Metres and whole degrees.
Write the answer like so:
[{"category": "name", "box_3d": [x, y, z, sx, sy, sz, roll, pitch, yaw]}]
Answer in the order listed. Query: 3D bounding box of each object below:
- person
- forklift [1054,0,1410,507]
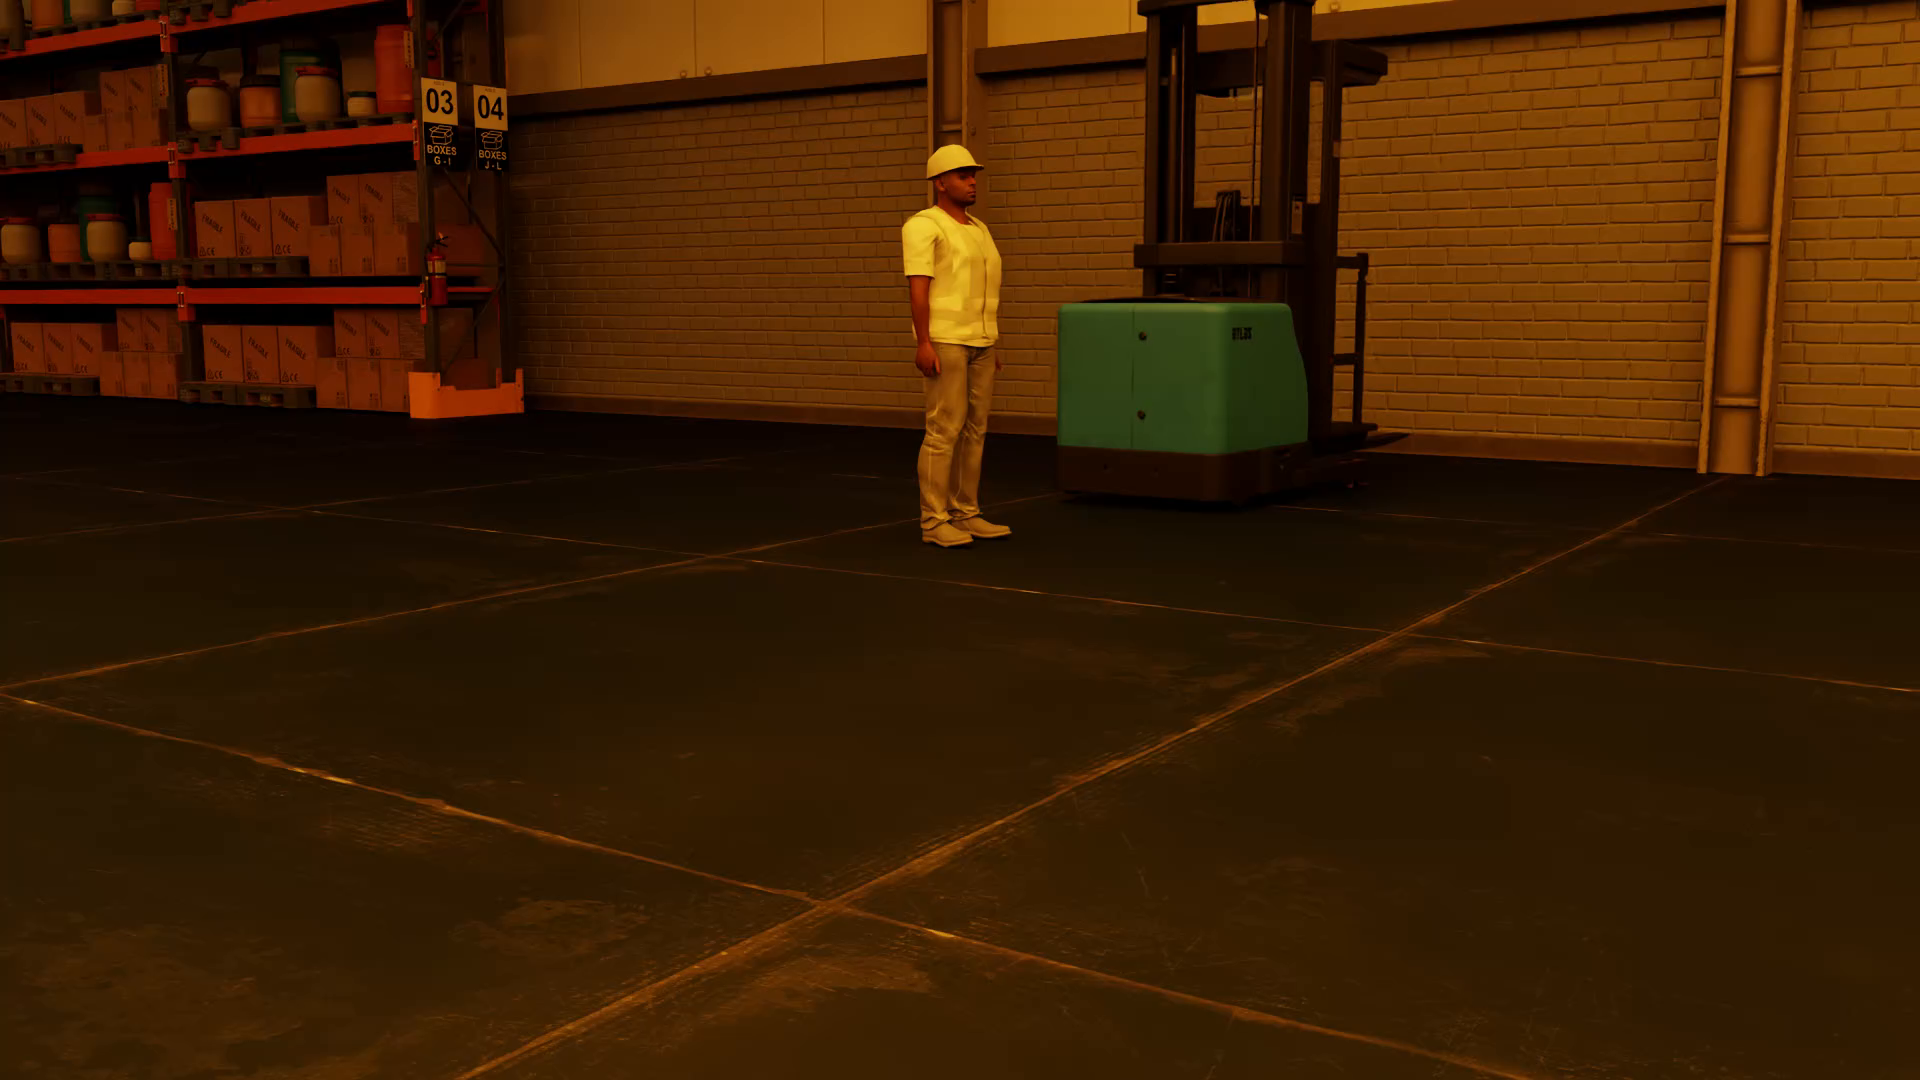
[{"category": "person", "box_3d": [0.000, -0.874, 7.482, 0.394, 1.770, 0.556, 5, 10, 34]}, {"category": "forklift", "box_3d": [1.789, -1.784, 9.737, 1.130, 2.935, 3.031, 6, 10, 36]}]
